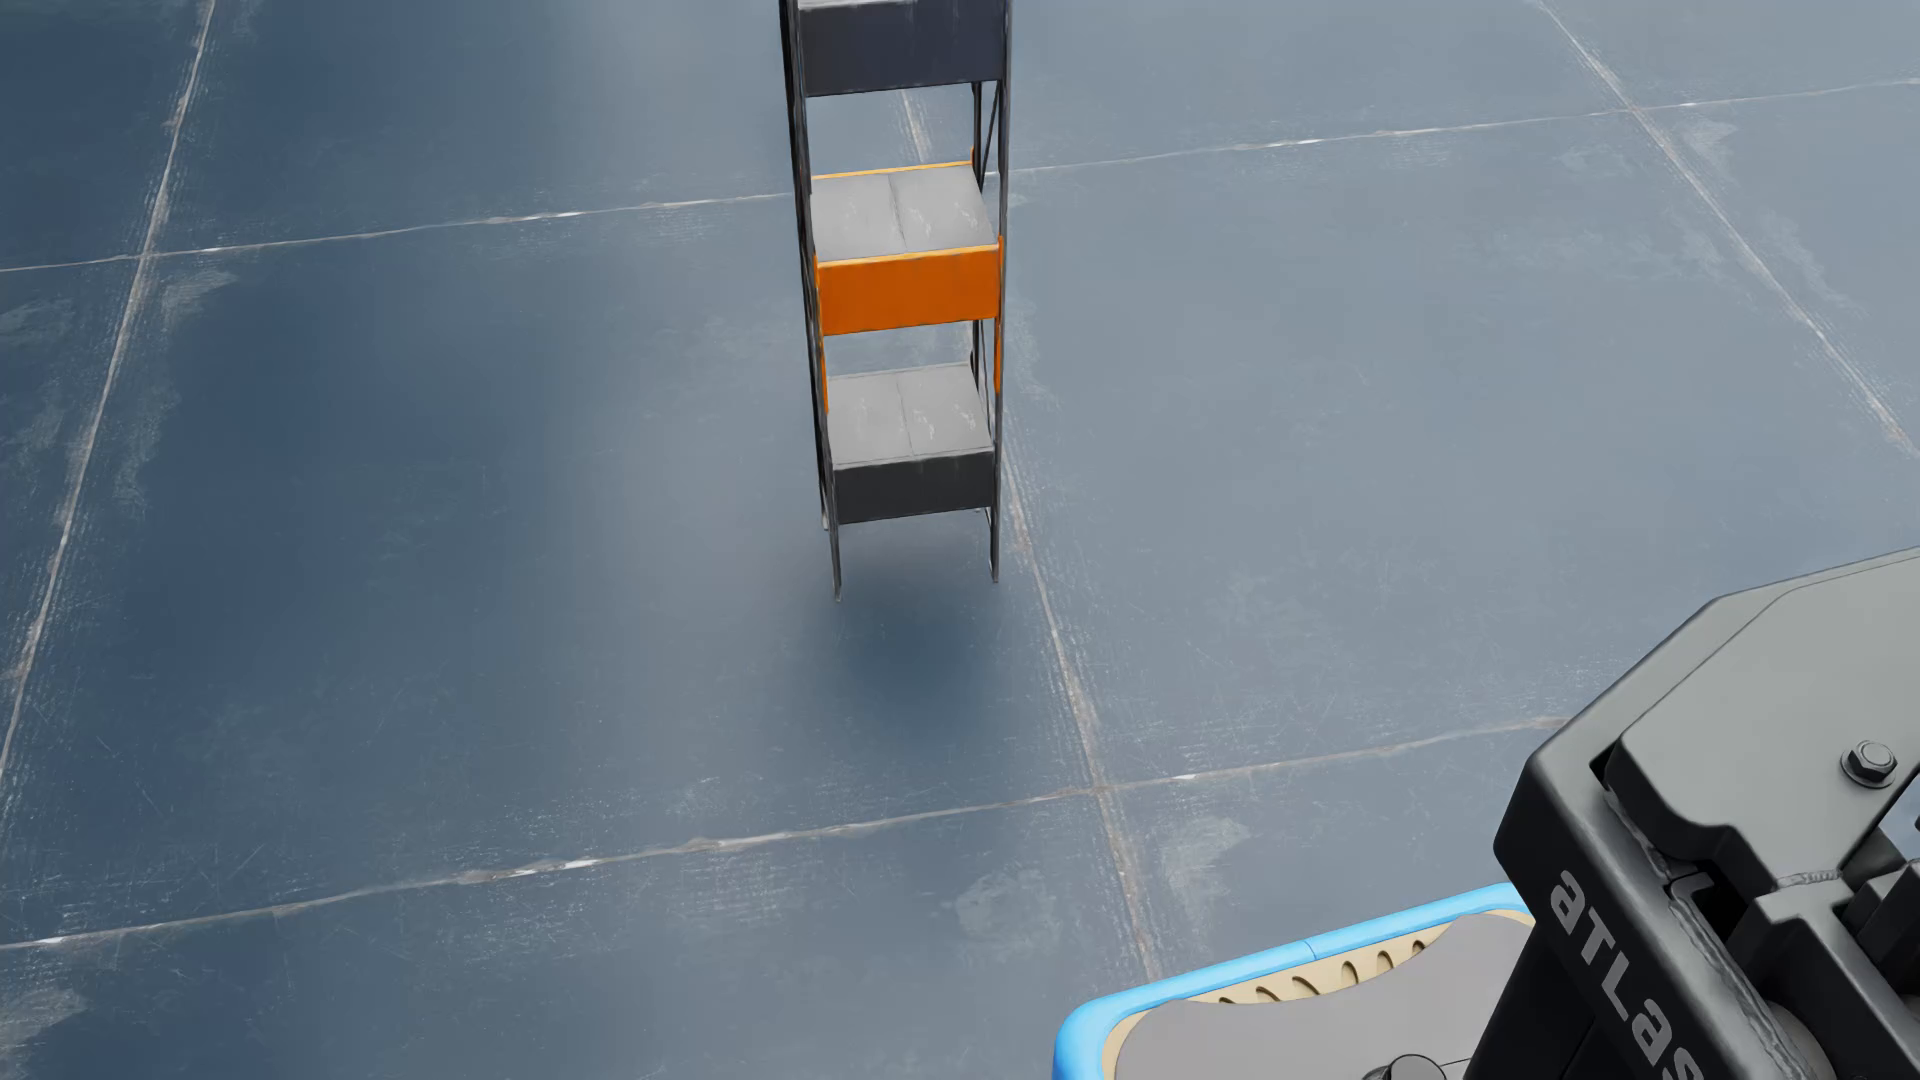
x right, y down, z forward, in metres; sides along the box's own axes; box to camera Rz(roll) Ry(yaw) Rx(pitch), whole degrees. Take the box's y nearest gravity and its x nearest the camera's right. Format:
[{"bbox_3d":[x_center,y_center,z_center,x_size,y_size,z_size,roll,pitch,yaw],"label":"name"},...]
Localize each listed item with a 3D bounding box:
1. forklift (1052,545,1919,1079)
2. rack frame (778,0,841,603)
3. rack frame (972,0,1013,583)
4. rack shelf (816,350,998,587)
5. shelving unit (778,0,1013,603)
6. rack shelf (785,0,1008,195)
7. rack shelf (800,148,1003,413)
[{"bbox_3d":[1.074,1.481,1.788,1.130,2.935,3.031,-13,47,-12],"label":"forklift"},{"bbox_3d":[-0.404,-0.678,4.445,0.015,2.100,0.400,-7,46,-7],"label":"rack frame"},{"bbox_3d":[0.077,-0.738,4.503,0.015,2.100,0.400,-7,46,-7],"label":"rack frame"},{"bbox_3d":[-0.163,-0.213,4.988,0.480,0.518,0.431,-7,46,-7],"label":"rack shelf"},{"bbox_3d":[-0.163,-0.708,4.474,0.503,2.100,0.431,-7,46,-7],"label":"shelving unit"},{"bbox_3d":[-0.163,-1.184,3.980,0.480,0.518,0.431,-7,46,-7],"label":"rack shelf"},{"bbox_3d":[-0.163,-0.699,4.484,0.480,0.518,0.431,-7,46,-7],"label":"rack shelf"}]
